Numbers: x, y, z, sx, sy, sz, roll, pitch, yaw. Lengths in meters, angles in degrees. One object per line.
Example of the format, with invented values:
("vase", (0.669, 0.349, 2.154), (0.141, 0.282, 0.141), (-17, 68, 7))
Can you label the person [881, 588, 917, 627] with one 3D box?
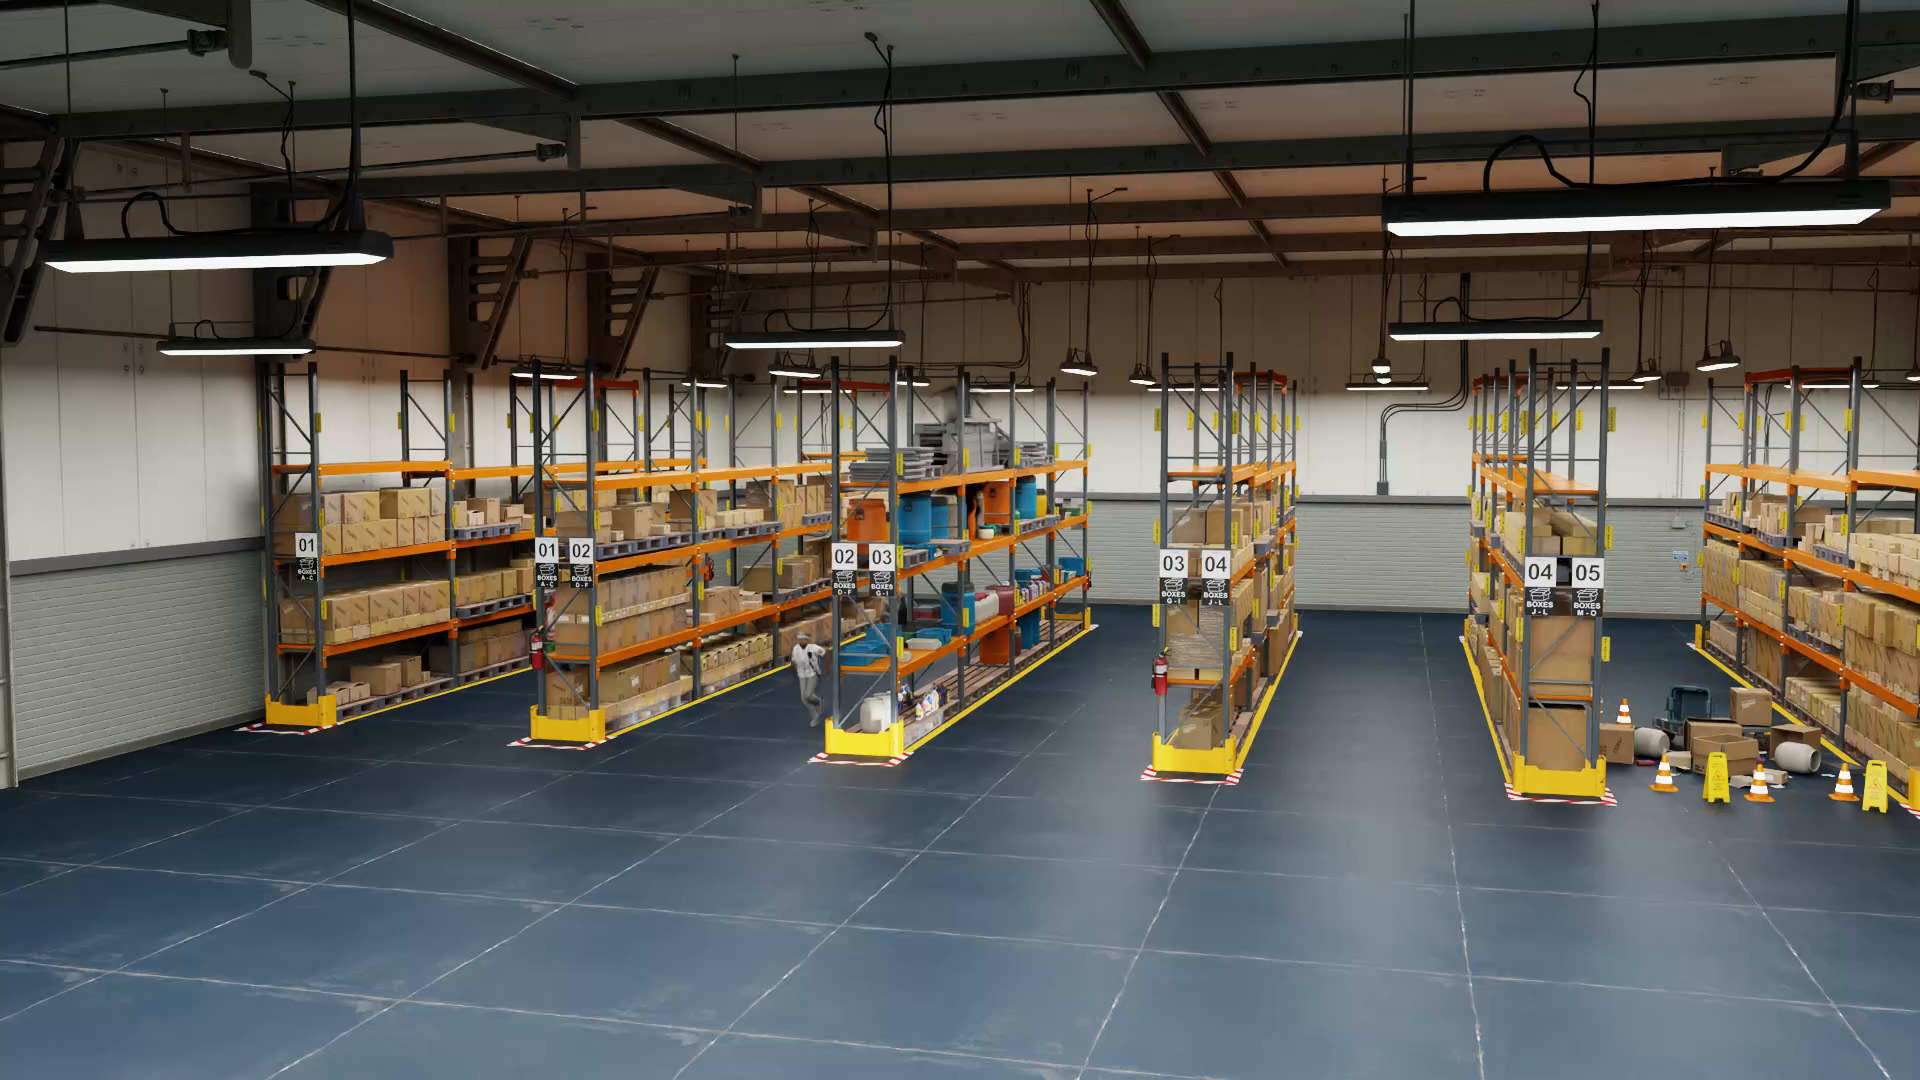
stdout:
("person", (-1.238, 1.790, 33.566), (0.679, 1.744, 0.832), (1, 4, 9))

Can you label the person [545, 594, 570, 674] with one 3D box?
("person", (-7.558, 1.895, 31.210), (0.652, 1.805, 0.983), (0, 4, 5))

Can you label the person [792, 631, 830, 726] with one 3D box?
("person", (-2.508, 2.280, 27.414), (0.561, 1.612, 0.673), (2, 4, 26))

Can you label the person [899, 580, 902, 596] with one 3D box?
("person", (-1.706, 1.164, 42.975), (0.659, 1.691, 0.580), (3, 5, 38))
